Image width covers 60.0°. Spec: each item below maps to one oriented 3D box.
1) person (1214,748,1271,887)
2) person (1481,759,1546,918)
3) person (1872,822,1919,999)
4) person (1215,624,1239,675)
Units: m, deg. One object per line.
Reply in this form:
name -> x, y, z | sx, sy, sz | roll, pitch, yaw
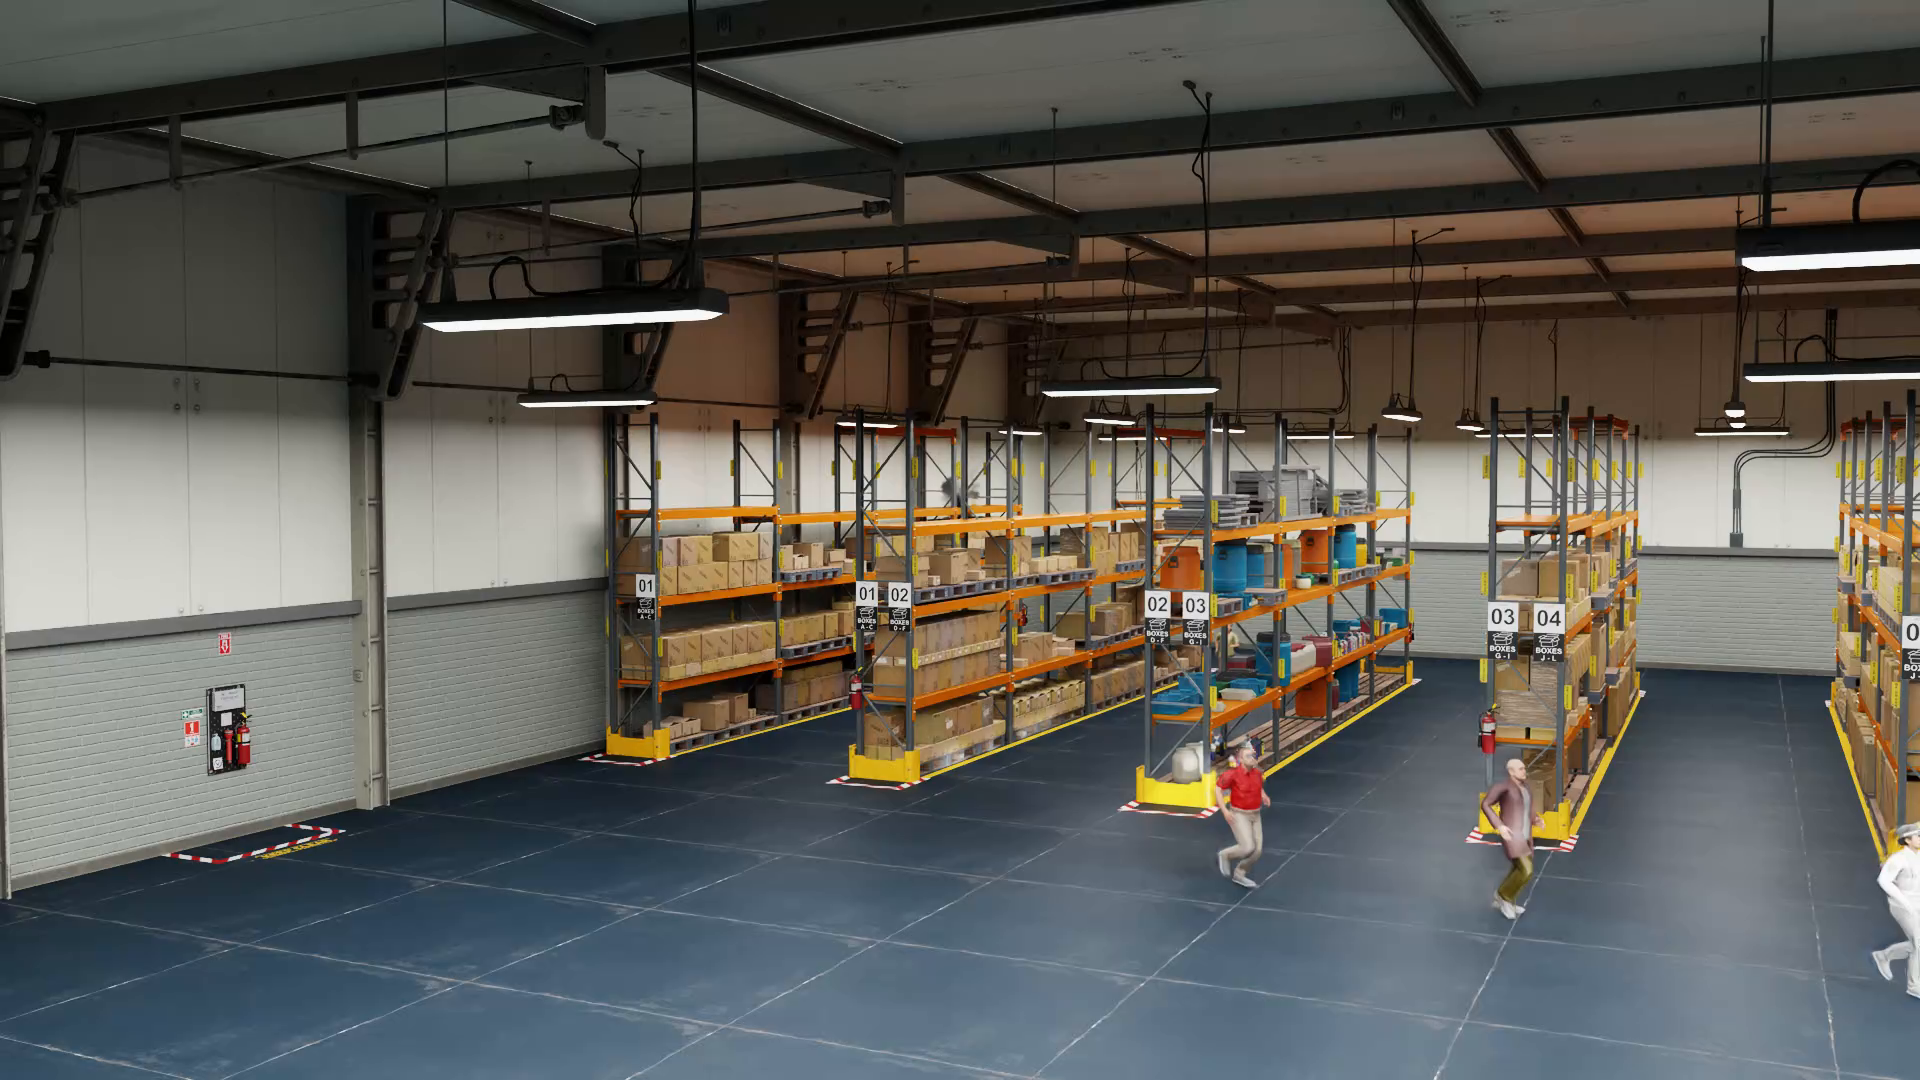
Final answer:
person -> 3.431, 3.324, 19.903 | 0.656, 1.664, 0.588 | -2, 3, -32
person -> 6.233, 3.351, 18.616 | 0.697, 1.790, 0.622 | -2, 3, -37
person -> 9.007, 3.501, 15.866 | 0.642, 1.667, 0.666 | -2, 3, -32
person -> 5.888, 2.623, 36.710 | 0.544, 1.725, 0.732 | 1, 2, 13
